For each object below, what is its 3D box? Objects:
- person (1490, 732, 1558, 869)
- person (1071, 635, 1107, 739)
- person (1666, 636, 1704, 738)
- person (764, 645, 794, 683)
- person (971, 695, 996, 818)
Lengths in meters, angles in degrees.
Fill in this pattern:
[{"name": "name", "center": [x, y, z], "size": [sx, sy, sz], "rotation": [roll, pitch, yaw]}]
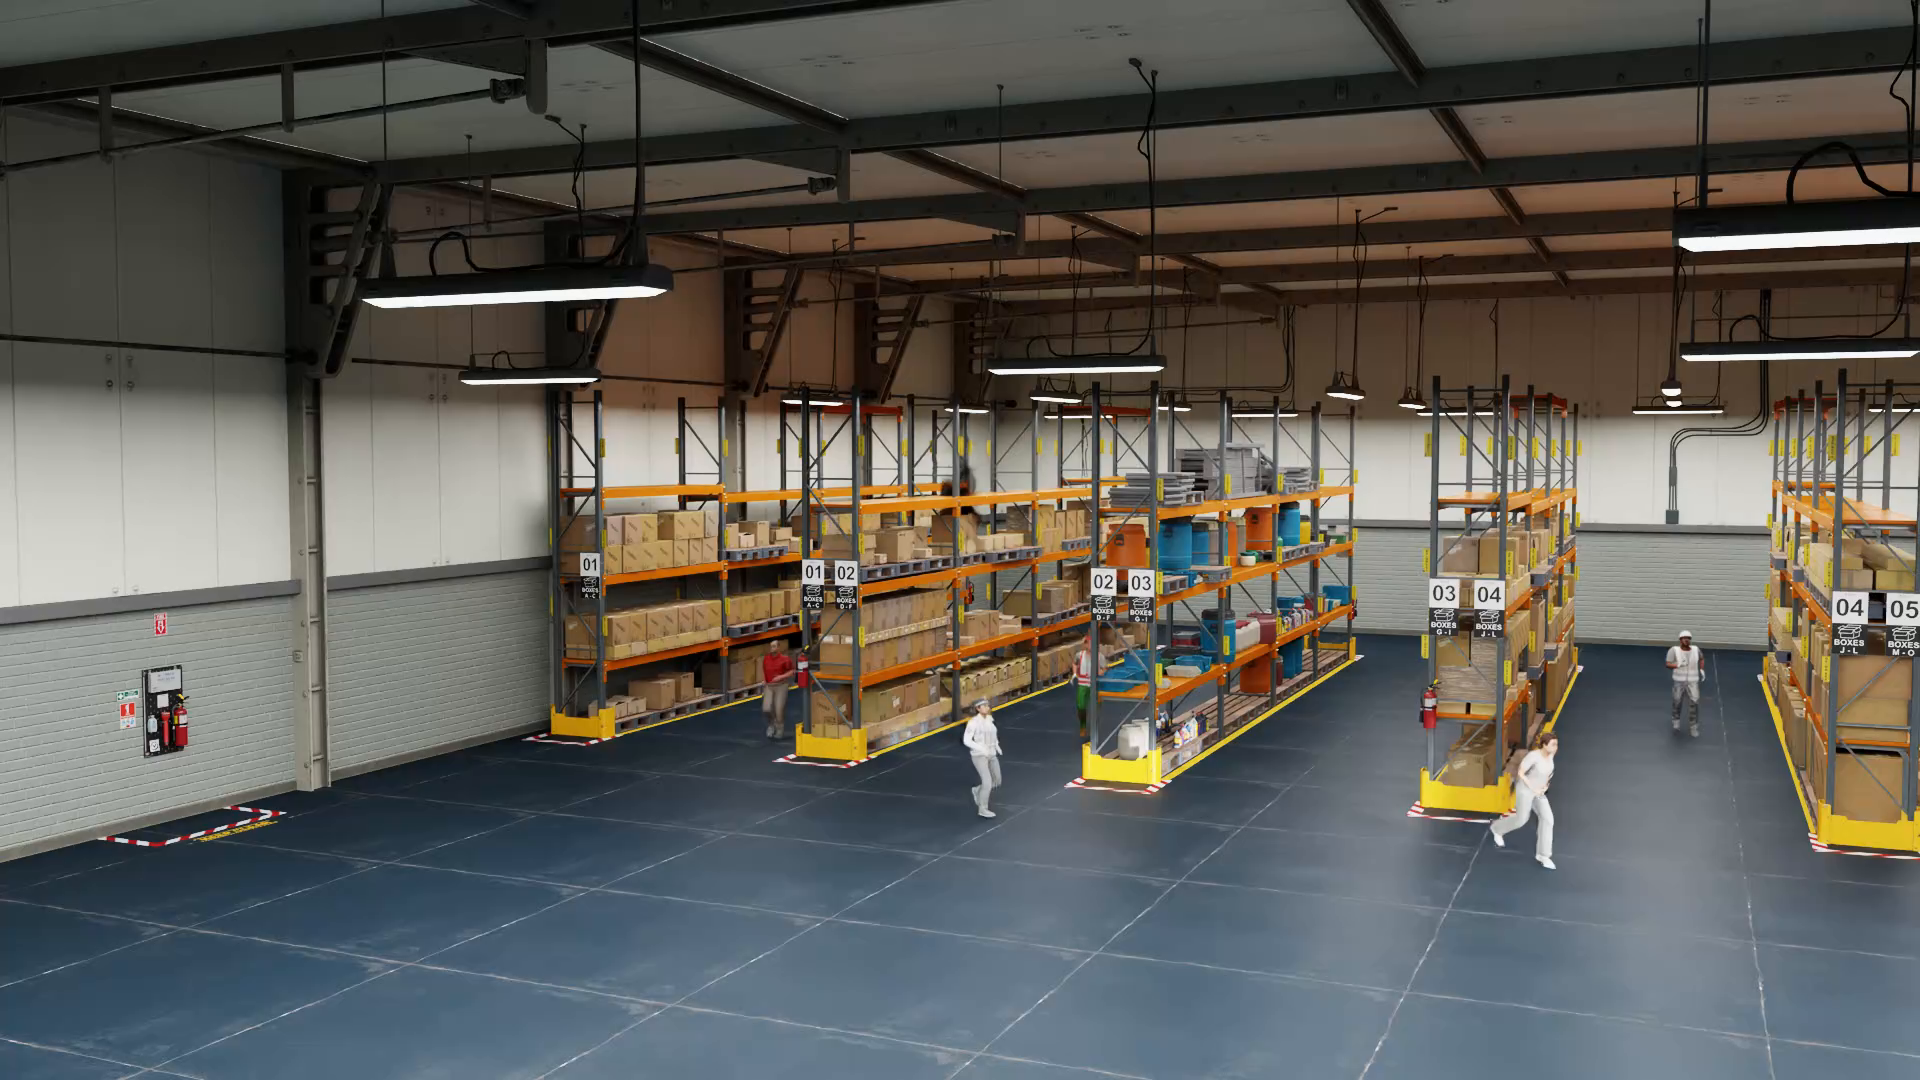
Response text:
[{"name": "person", "center": [6.881, 3.101, 20.233], "size": [0.591, 1.624, 0.994], "rotation": [-2, 4, -36]}, {"name": "person", "center": [2.210, 2.527, 28.591], "size": [0.641, 1.785, 0.702], "rotation": [1, 3, 12]}, {"name": "person", "center": [12.685, 2.525, 29.086], "size": [0.673, 1.820, 0.777], "rotation": [1, 3, 14]}, {"name": "person", "center": [-3.164, 2.133, 28.568], "size": [0.620, 0.690, 0.313], "rotation": [1, 3, 18]}, {"name": "person", "center": [0.298, 2.931, 22.633], "size": [0.305, 1.636, 0.509], "rotation": [-3, 4, -43]}]
